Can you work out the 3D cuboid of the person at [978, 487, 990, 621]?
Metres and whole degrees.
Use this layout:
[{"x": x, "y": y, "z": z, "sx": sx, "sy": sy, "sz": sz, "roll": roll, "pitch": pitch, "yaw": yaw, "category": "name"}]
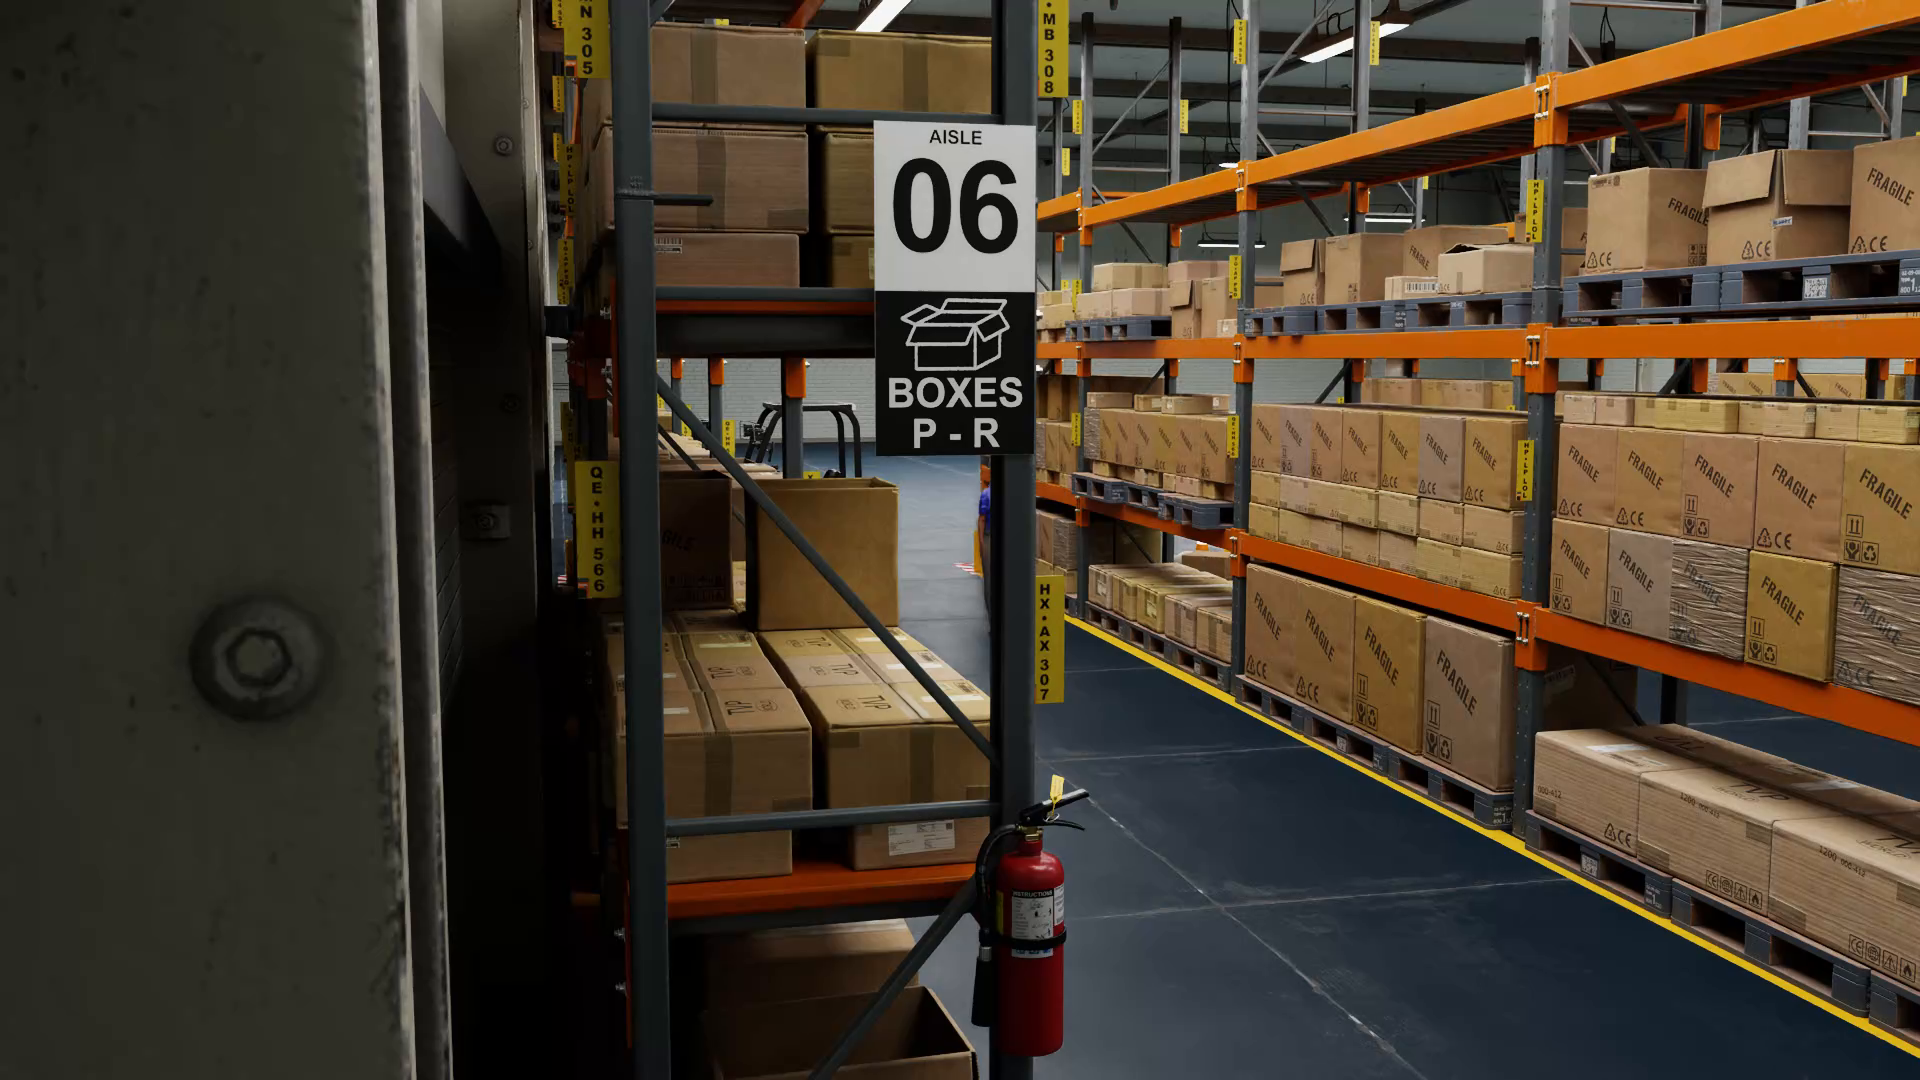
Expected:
[{"x": 0.431, "y": 0.069, "z": 16.031, "sx": 0.472, "sy": 1.635, "sz": 0.786, "roll": -2, "pitch": 6, "yaw": -15, "category": "person"}]
